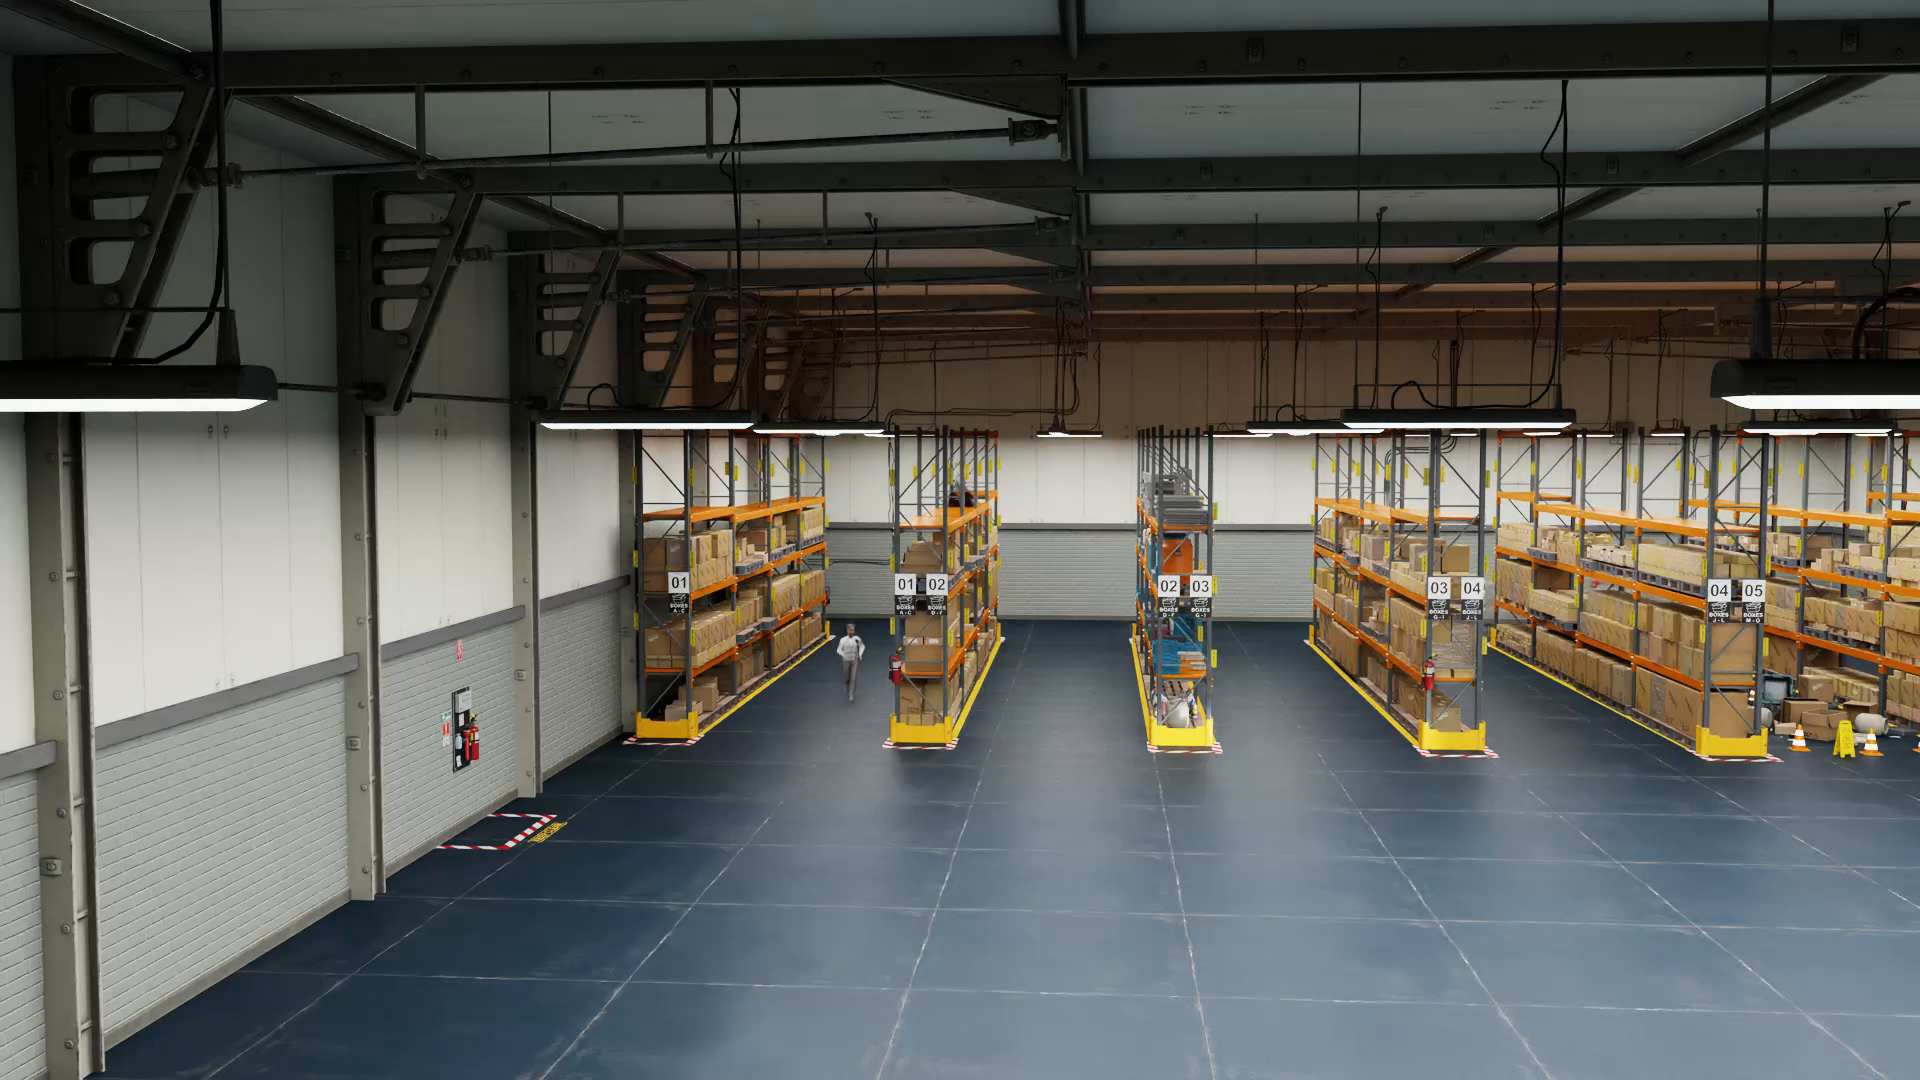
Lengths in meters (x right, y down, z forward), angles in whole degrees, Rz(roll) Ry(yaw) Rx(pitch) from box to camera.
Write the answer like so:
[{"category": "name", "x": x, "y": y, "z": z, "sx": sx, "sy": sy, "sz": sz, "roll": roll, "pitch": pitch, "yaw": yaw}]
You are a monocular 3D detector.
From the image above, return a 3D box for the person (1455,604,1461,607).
[{"category": "person", "x": 14.226, "y": 2.025, "z": 47.347, "sx": 0.653, "sy": 1.758, "sz": 0.811, "roll": -1, "pitch": 4, "yaw": -13}]

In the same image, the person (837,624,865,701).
[{"category": "person", "x": -2.395, "y": 2.671, "z": 36.625, "sx": 0.618, "sy": 1.669, "sz": 0.890, "roll": 0, "pitch": 3, "yaw": -7}]

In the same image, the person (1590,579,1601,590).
[{"category": "person", "x": 18.163, "y": 1.992, "z": 47.386, "sx": 0.951, "sy": 1.787, "sz": 0.668, "roll": 1, "pitch": 3, "yaw": 9}]
